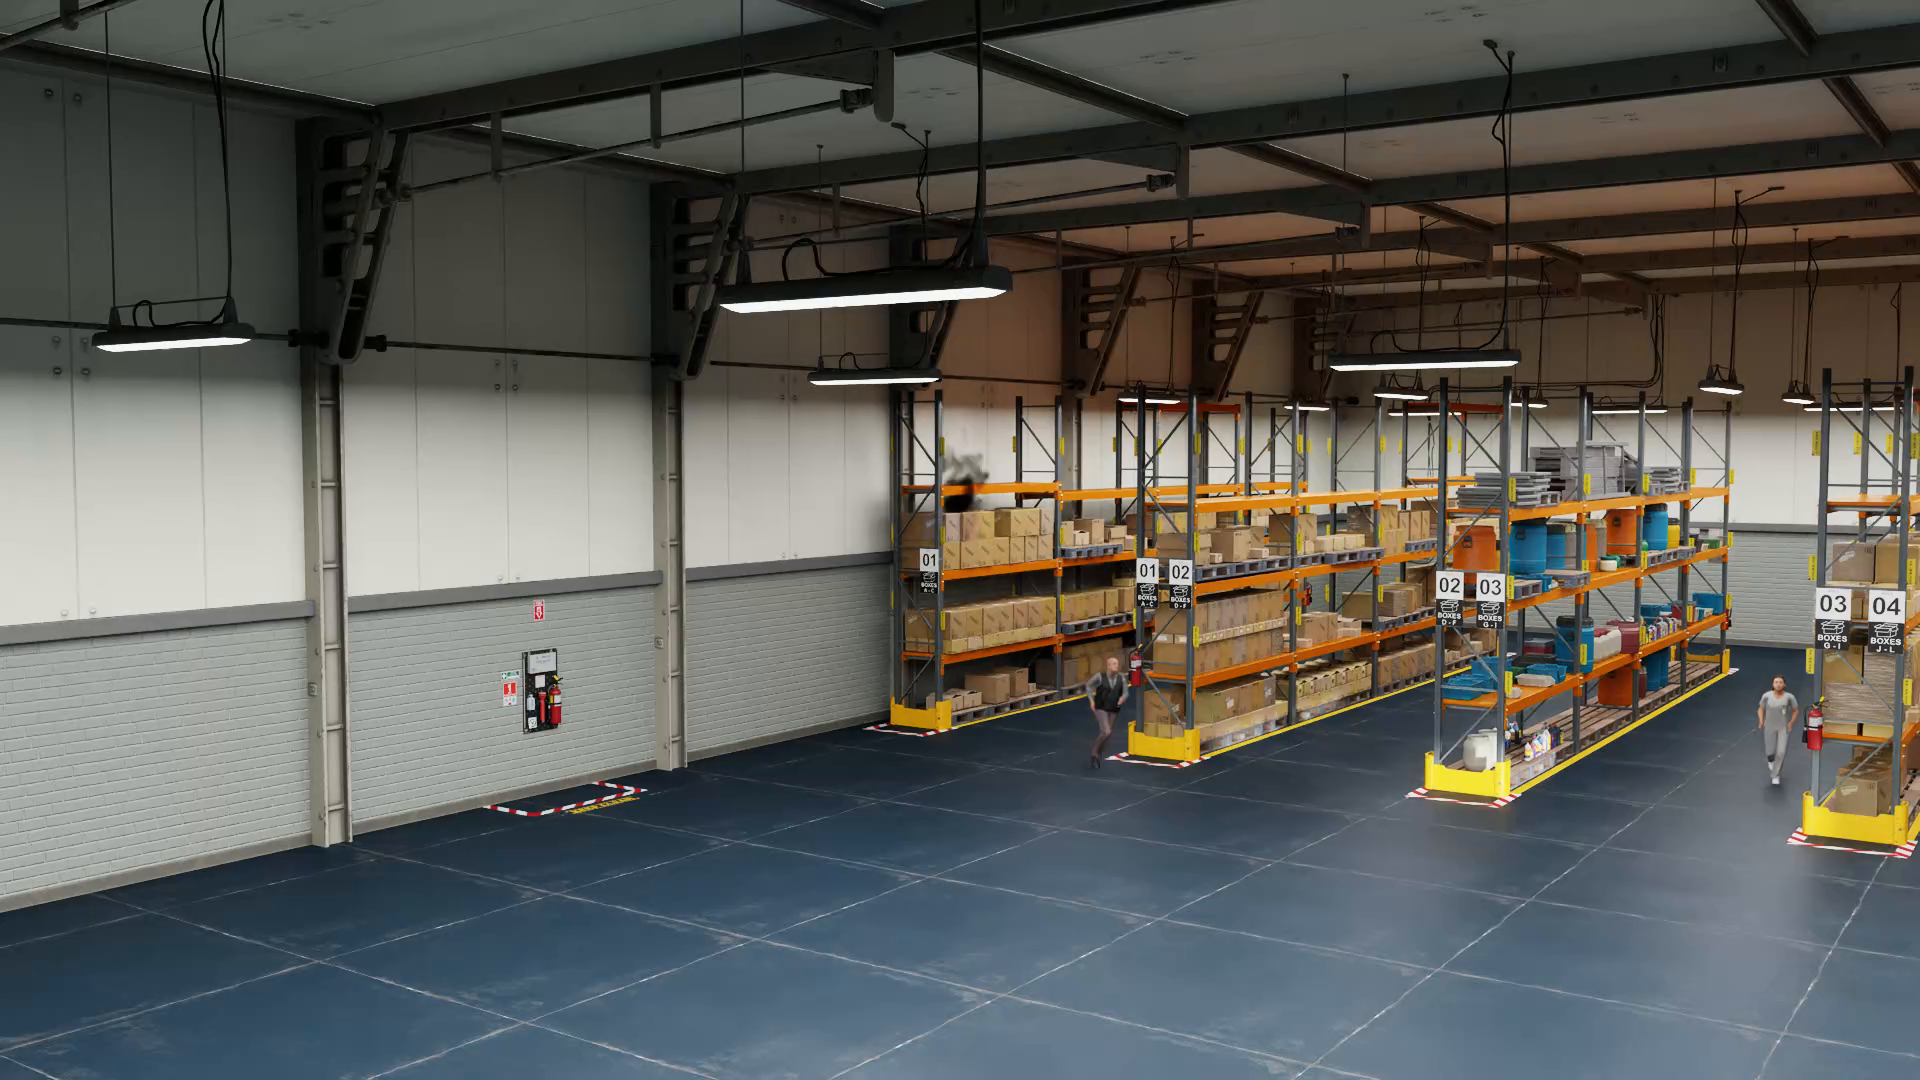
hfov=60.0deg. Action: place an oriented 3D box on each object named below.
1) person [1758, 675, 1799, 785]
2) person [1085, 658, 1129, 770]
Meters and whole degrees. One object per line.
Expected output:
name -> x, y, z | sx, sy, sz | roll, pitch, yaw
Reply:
person -> 12.204, 2.802, 24.805 | 0.550, 1.621, 0.622 | 2, 4, 28
person -> 2.311, 2.698, 25.944 | 0.670, 1.720, 0.677 | -1, 3, -22
